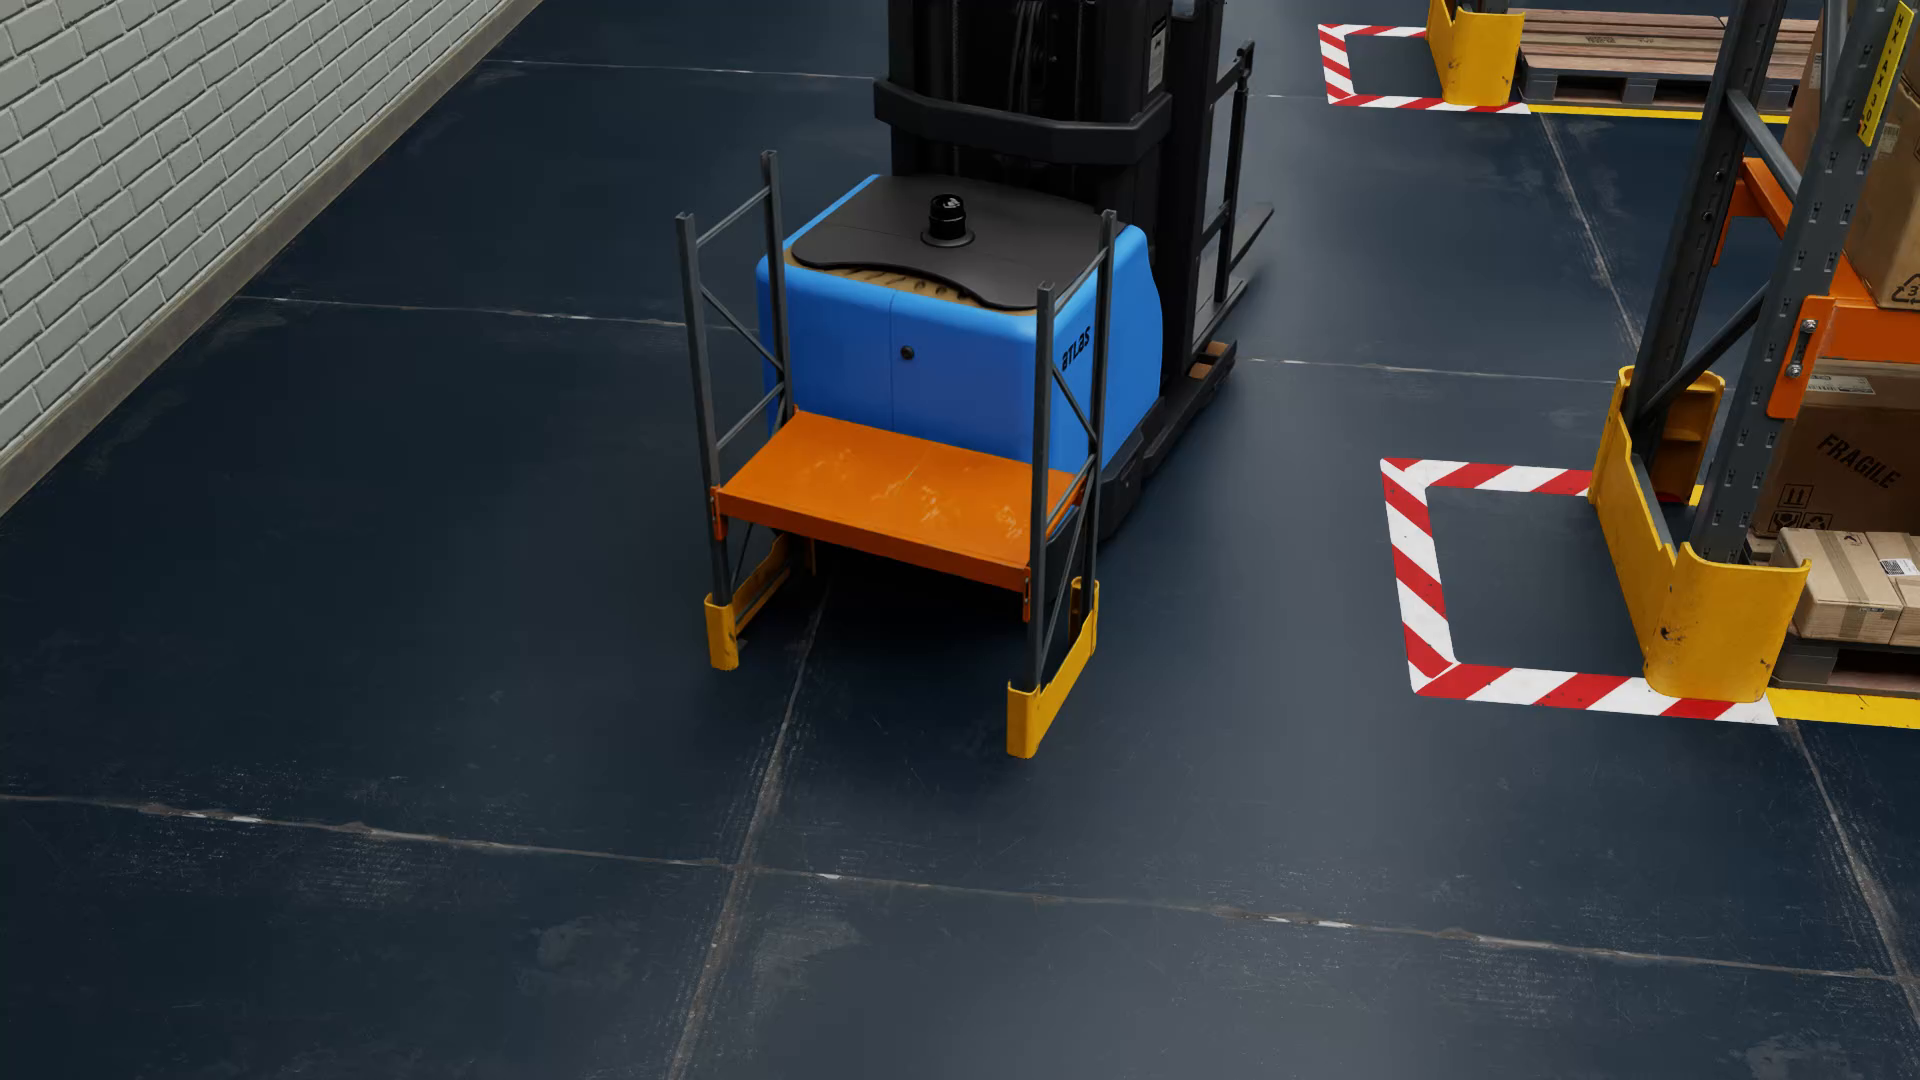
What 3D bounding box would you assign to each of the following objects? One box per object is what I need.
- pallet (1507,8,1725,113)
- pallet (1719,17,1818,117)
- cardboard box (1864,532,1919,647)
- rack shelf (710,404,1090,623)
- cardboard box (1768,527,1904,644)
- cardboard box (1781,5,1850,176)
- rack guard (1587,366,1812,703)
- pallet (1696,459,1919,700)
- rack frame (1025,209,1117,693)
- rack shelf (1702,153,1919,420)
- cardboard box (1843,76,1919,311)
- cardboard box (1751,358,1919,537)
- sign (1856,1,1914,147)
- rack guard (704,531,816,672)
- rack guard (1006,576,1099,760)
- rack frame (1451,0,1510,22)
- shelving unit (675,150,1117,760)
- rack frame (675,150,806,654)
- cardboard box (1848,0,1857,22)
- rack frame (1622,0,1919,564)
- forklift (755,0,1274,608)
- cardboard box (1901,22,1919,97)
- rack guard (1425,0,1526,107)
[{"bbox_3d":[3.731,-2.711,9.366,1.213,0.211,1.003,4,36,6],"label":"pallet"},{"bbox_3d":[4.937,-2.619,9.238,1.213,0.211,1.003,4,36,6],"label":"pallet"},{"bbox_3d":[2.903,0.147,5.023,0.250,0.166,0.380,4,36,6],"label":"cardboard box"},{"bbox_3d":[-0.166,-0.098,4.906,1.000,0.185,0.538,14,38,19],"label":"rack shelf"},{"bbox_3d":[2.655,0.135,5.054,0.250,0.149,0.380,4,36,6],"label":"cardboard box"},{"bbox_3d":[2.762,-1.240,4.819,0.500,0.500,0.500,5,36,7],"label":"cardboard box"},{"bbox_3d":[2.358,-0.052,5.393,0.348,0.500,1.175,4,36,6],"label":"rack guard"},{"bbox_3d":[3.149,0.124,5.395,1.213,0.211,1.003,4,36,6],"label":"pallet"},{"bbox_3d":[0.300,-0.127,4.637,0.032,1.500,0.500,14,38,19],"label":"rack frame"},{"bbox_3d":[4.267,-0.634,4.676,4.000,0.370,1.077,4,36,6],"label":"rack shelf"},{"bbox_3d":[2.690,-0.931,4.386,0.500,0.500,0.500,5,36,7],"label":"cardboard box"},{"bbox_3d":[2.854,-0.338,5.415,0.500,0.500,0.500,4,36,6],"label":"cardboard box"},{"bbox_3d":[2.214,-1.115,3.985,0.005,0.325,0.100,4,36,6],"label":"sign"},{"bbox_3d":[-0.631,0.147,5.329,0.087,0.250,0.587,14,38,19],"label":"rack guard"},{"bbox_3d":[0.282,0.377,5.006,0.087,0.250,0.587,14,38,19],"label":"rack guard"},{"bbox_3d":[2.918,-3.929,8.673,0.127,3.000,1.000,4,36,6],"label":"rack frame"},{"bbox_3d":[-0.175,-0.247,4.805,1.083,1.500,0.587,14,38,19],"label":"shelving unit"},{"bbox_3d":[-0.632,-0.362,4.967,0.032,1.500,0.500,14,38,19],"label":"rack frame"},{"bbox_3d":[2.759,-1.648,4.531,0.500,0.500,0.500,4,36,6],"label":"cardboard box"},{"bbox_3d":[2.283,-1.075,4.674,0.127,3.000,1.000,4,36,6],"label":"rack frame"},{"bbox_3d":[0.448,-1.818,5.774,1.130,2.935,3.031,16,38,21],"label":"forklift"},{"bbox_3d":[2.690,-1.338,4.096,0.500,0.500,0.500,5,36,7],"label":"cardboard box"},{"bbox_3d":[2.892,-2.906,9.391,0.348,0.500,1.175,4,36,6],"label":"rack guard"}]
